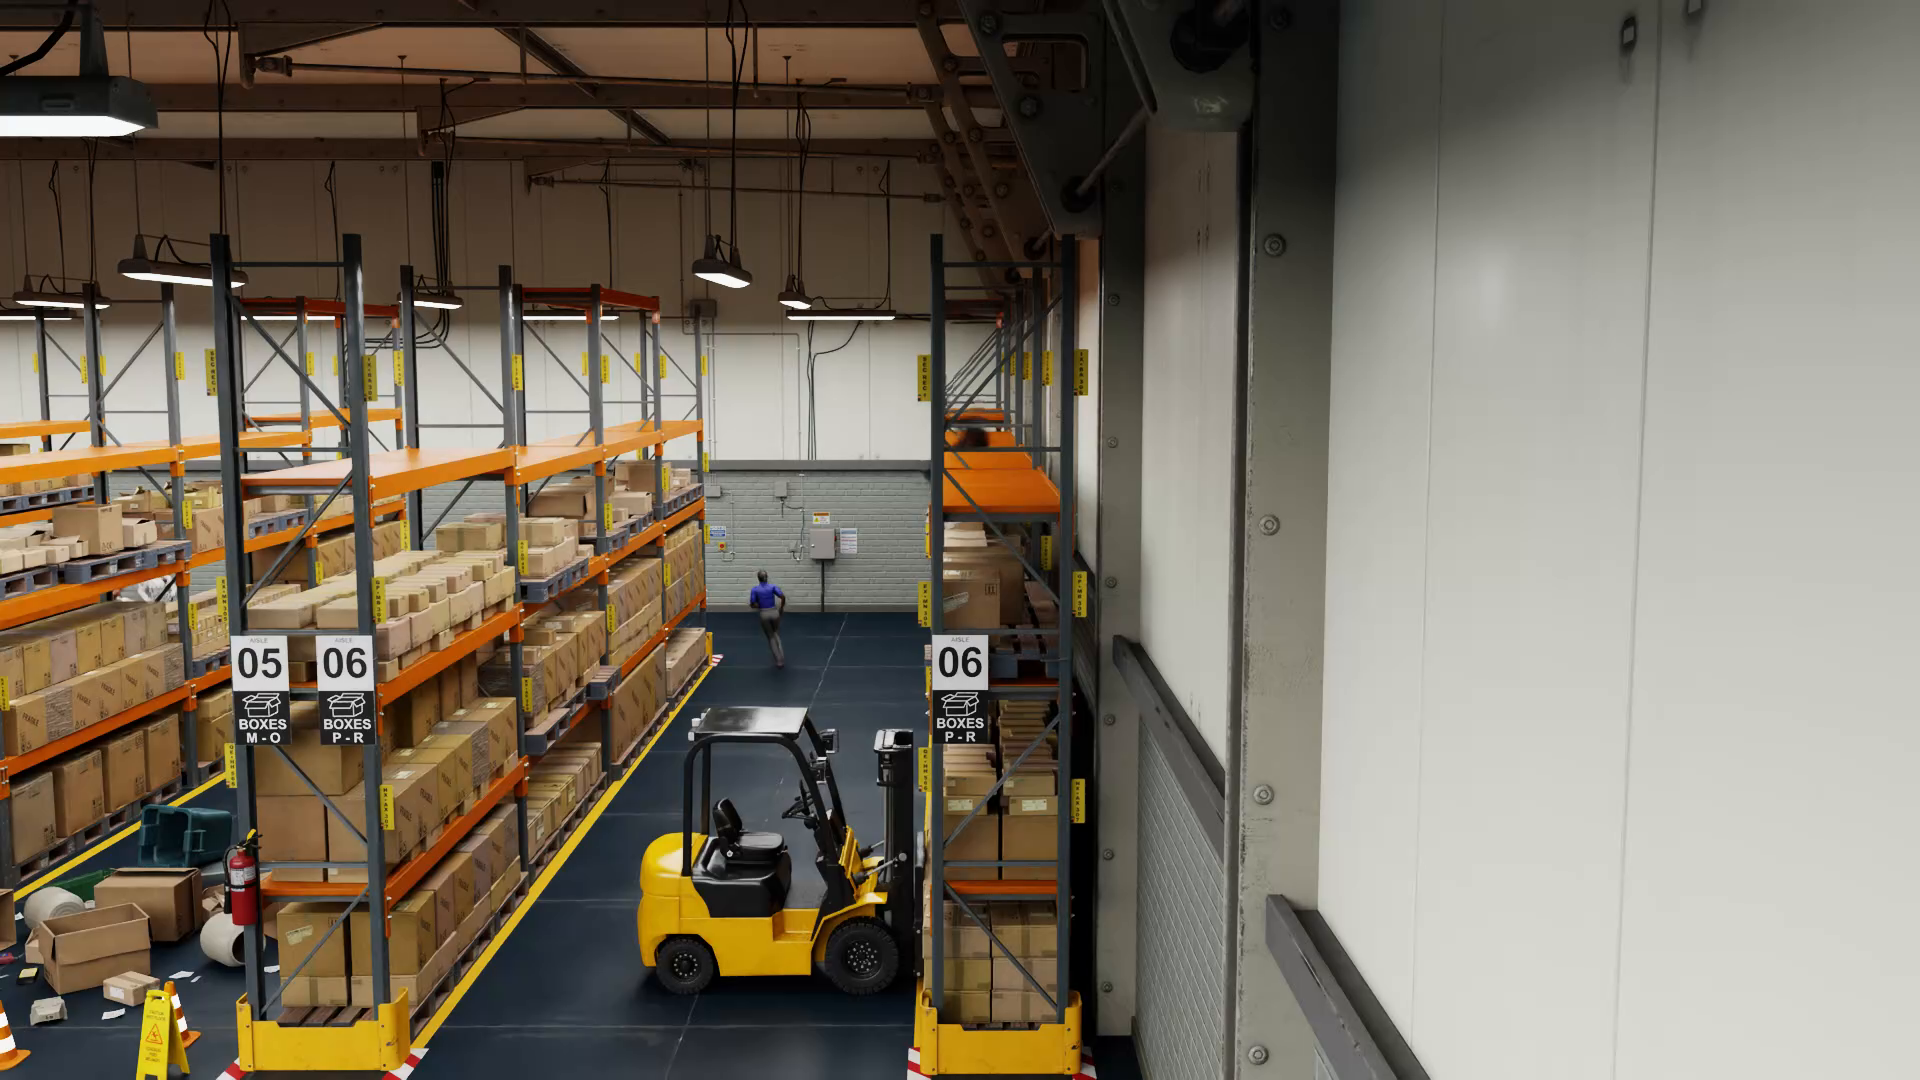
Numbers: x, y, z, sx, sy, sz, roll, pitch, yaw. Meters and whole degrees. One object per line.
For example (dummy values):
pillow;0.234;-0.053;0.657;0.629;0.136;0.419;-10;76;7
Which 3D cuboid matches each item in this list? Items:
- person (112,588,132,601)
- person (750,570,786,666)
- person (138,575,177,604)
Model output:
person;-13.072;1.471;25.829;0.687;1.732;0.639;-1;6;-8
person;-3.190;1.321;27.679;0.597;1.649;0.627;-3;7;-23
person;-13.818;1.164;28.720;0.626;1.706;0.822;-4;8;-34
